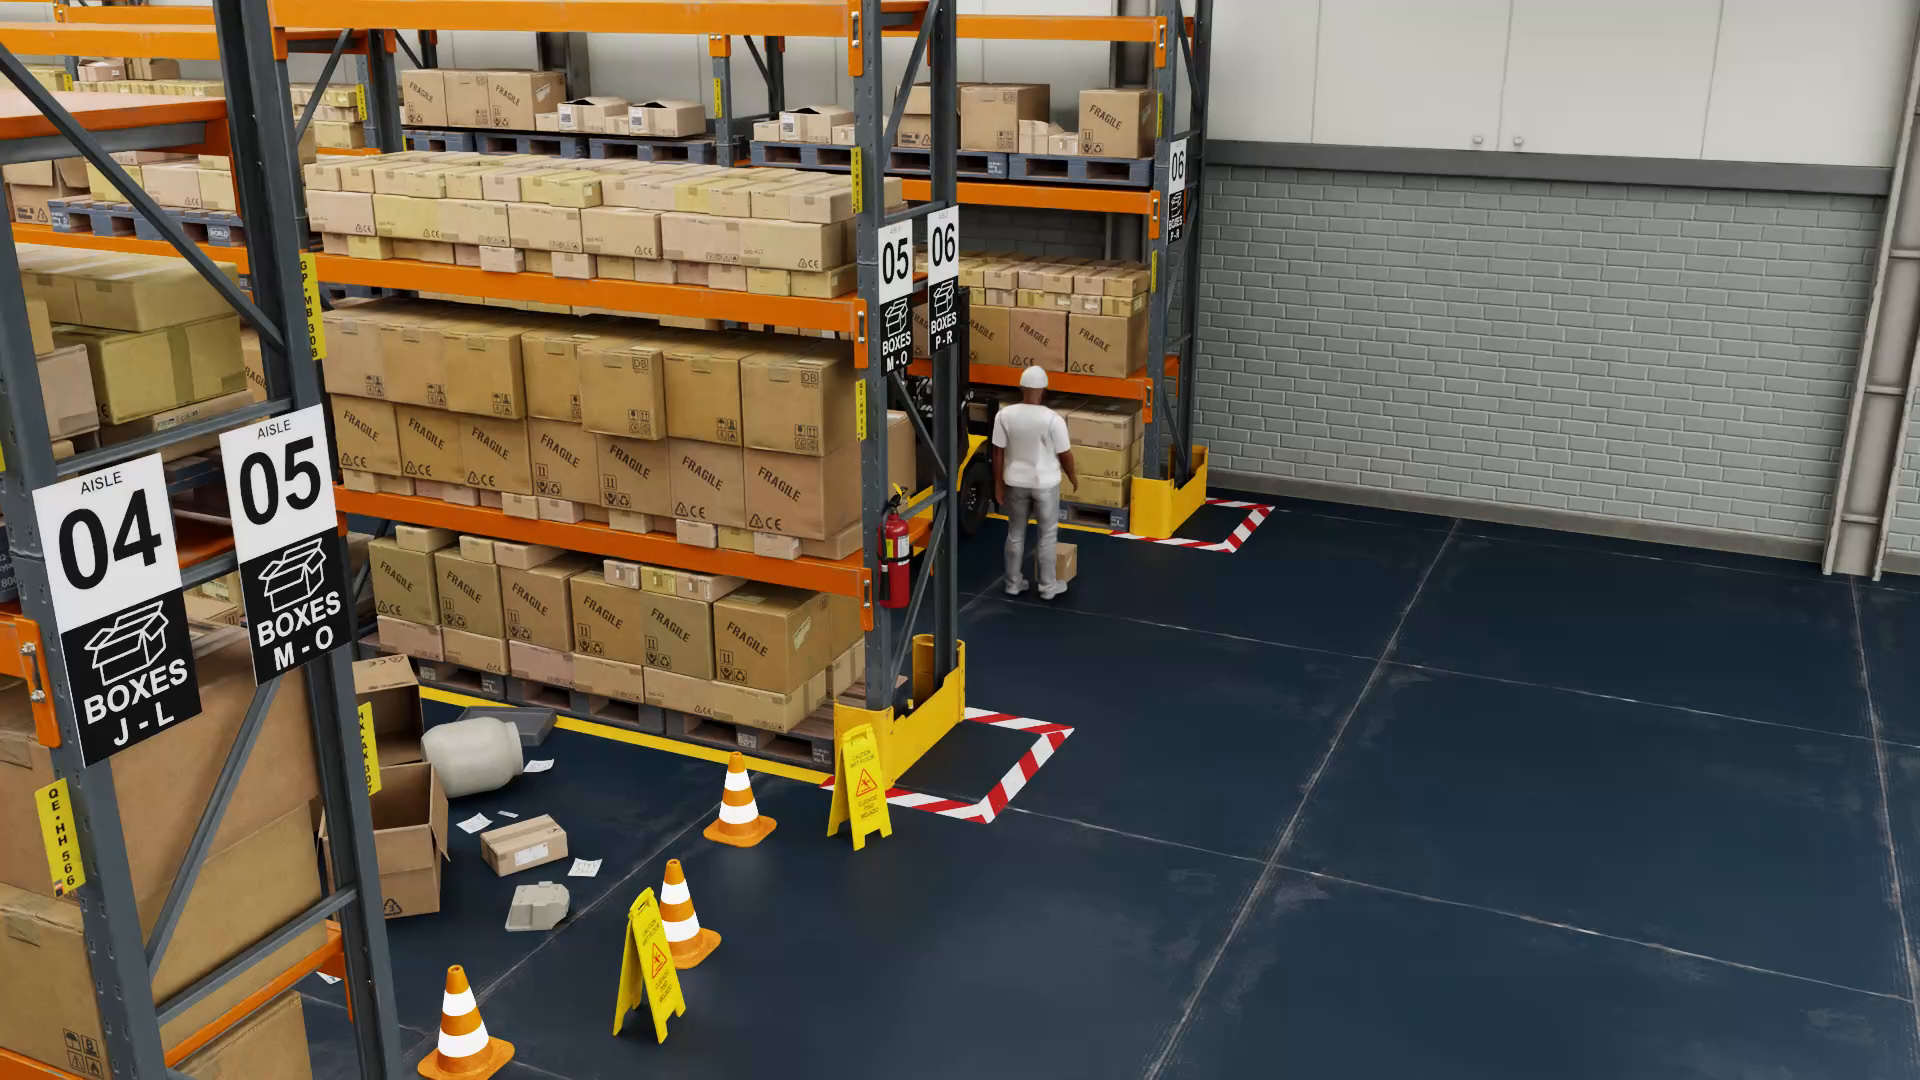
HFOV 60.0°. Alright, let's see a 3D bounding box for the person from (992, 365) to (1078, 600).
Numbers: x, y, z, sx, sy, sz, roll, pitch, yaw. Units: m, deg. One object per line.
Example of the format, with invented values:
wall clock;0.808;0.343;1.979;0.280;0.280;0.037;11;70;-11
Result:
person;0.556;-0.417;12.220;0.583;1.786;0.474;8;21;23
